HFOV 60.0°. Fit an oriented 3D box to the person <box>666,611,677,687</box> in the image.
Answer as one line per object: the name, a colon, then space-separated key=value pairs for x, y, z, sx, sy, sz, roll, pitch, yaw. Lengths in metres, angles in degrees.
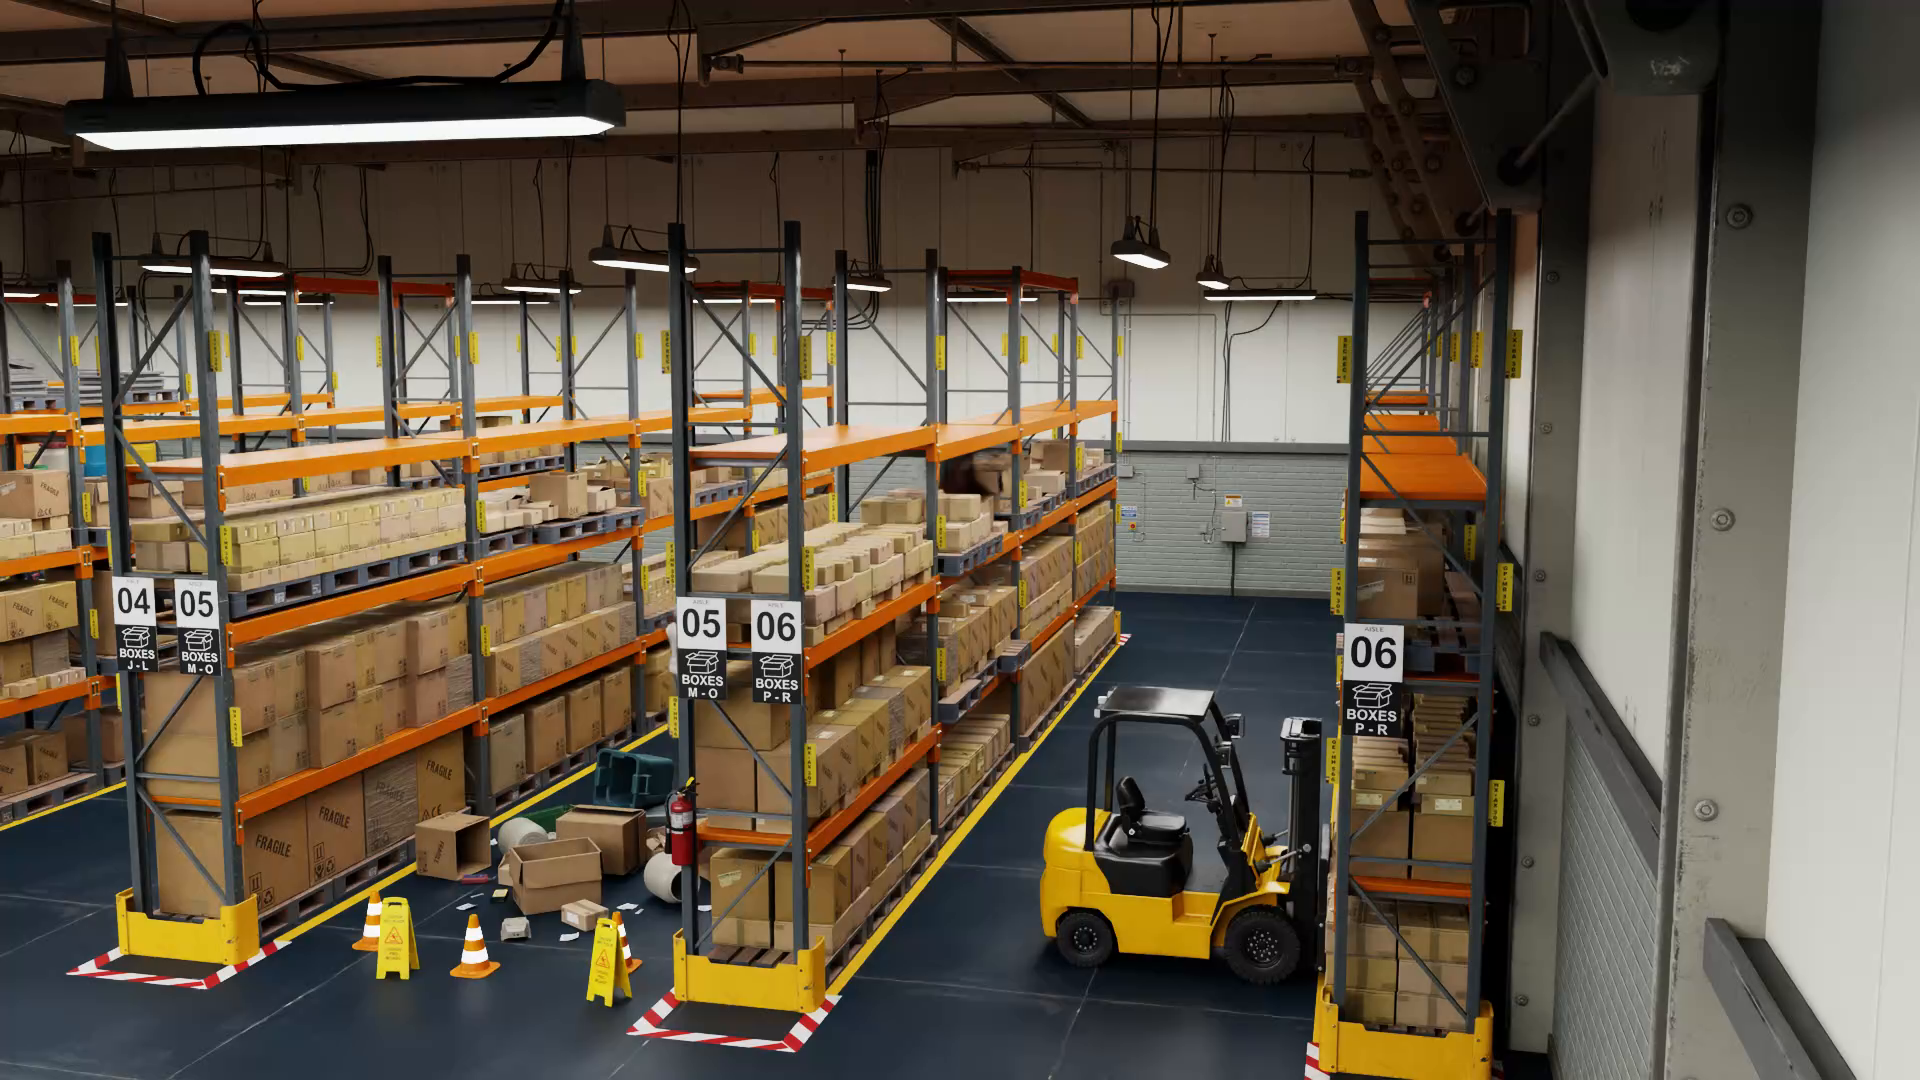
person: x=-3.352 y=1.533 z=20.466 sx=0.462 sy=1.599 sz=0.622 roll=4 pitch=8 yaw=28
